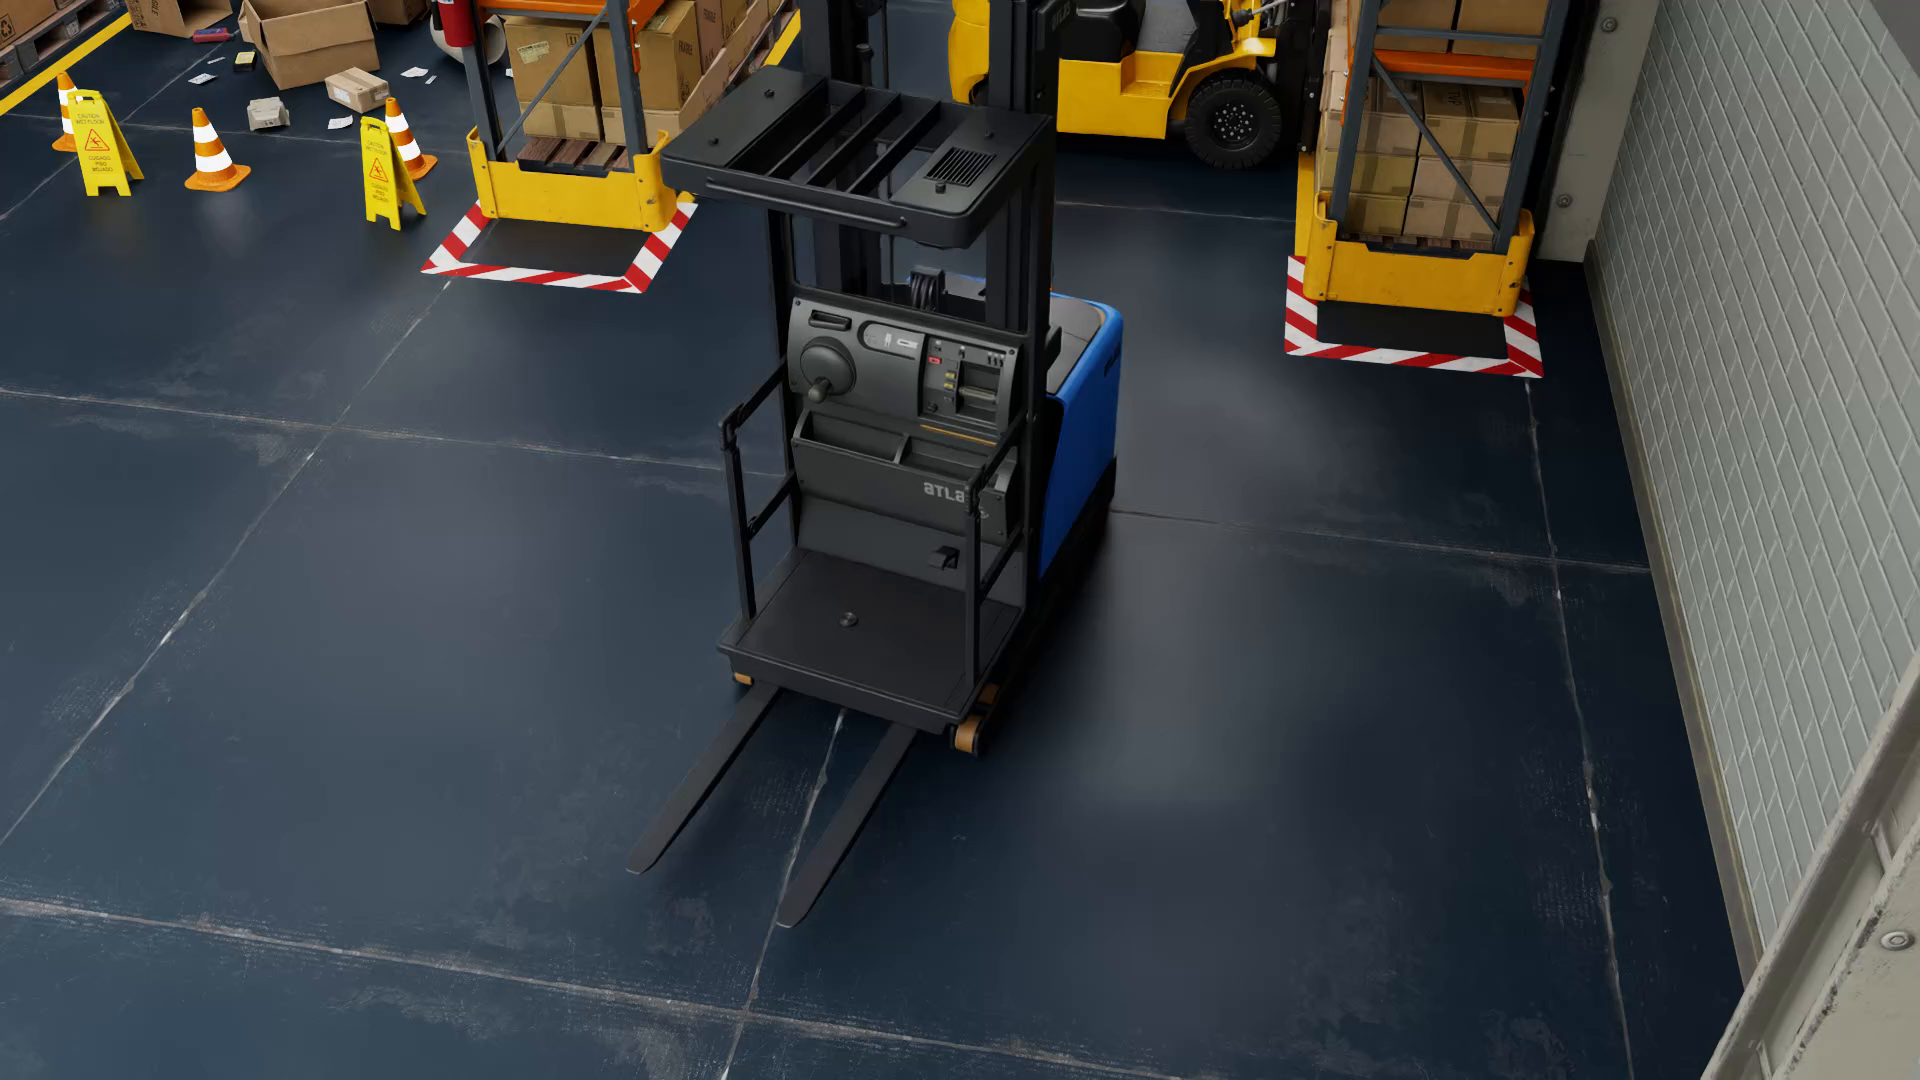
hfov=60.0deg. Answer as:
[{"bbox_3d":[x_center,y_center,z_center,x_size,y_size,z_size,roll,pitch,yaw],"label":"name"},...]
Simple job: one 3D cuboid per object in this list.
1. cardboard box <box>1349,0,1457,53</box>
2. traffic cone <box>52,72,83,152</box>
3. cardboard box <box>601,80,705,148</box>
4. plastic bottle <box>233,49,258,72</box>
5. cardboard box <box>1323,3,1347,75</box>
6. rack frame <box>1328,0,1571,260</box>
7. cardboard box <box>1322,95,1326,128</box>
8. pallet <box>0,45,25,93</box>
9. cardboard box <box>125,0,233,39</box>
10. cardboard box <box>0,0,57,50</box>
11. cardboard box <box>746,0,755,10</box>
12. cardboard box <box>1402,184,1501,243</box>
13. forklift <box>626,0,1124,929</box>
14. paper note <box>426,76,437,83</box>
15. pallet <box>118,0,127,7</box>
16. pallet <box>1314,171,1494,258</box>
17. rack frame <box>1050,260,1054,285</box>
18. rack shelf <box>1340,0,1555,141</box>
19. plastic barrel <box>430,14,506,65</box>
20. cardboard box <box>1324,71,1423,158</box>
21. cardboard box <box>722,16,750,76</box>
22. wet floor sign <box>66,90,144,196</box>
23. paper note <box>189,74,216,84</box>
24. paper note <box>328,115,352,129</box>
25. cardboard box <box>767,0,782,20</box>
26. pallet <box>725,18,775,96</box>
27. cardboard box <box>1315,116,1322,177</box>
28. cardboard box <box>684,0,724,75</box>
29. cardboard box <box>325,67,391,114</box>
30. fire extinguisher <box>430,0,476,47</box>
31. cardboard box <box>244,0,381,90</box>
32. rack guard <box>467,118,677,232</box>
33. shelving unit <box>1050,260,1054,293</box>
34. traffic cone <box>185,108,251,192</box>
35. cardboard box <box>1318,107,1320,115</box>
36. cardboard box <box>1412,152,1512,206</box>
[{"bbox_3d":[2.375,-2.954,8.891,0.500,0.500,0.500,6,40,7],"label":"cardboard box"},{"bbox_3d":[-5.744,-2.804,10.779,0.336,0.463,0.334,6,40,8],"label":"traffic cone"},{"bbox_3d":[-1.929,-2.701,10.491,0.500,0.250,0.500,6,40,7],"label":"cardboard box"},{"bbox_3d":[-5.083,-3.419,11.837,0.133,0.061,0.283,-6,40,-8],"label":"plastic bottle"},{"bbox_3d":[2.481,-3.028,10.102,0.500,0.250,0.500,7,40,8],"label":"cardboard box"},{"bbox_3d":[2.548,-2.578,8.514,1.000,3.000,0.127,6,40,8],"label":"rack frame"},{"bbox_3d":[2.422,-2.526,9.888,0.500,0.250,0.500,6,40,7],"label":"cardboard box"},{"bbox_3d":[-7.173,-3.041,11.263,1.003,0.211,1.213,6,40,8],"label":"pallet"},{"bbox_3d":[-5.800,-4.066,12.274,0.500,0.500,0.500,13,41,15],"label":"cardboard box"},{"bbox_3d":[-7.032,-3.934,11.492,0.875,0.875,0.875,6,40,7],"label":"cardboard box"},{"bbox_3d":[-1.661,-3.984,11.454,0.500,0.500,0.500,8,40,10],"label":"cardboard box"},{"bbox_3d":[2.826,-1.967,9.603,0.500,0.250,0.500,7,40,8],"label":"cardboard box"},{"bbox_3d":[-0.306,-0.580,6.151,1.130,2.935,3.031,15,42,17],"label":"forklift"},{"bbox_3d":[-3.702,-3.223,11.640,0.032,0.001,0.123,6,40,8],"label":"paper note"},{"bbox_3d":[-6.751,-4.572,13.115,1.003,0.211,1.213,6,40,8],"label":"pallet"},{"bbox_3d":[2.639,-1.988,9.989,1.003,0.211,1.213,6,40,8],"label":"pallet"},{"bbox_3d":[0.339,-0.904,8.019,0.200,1.050,0.008,15,42,17],"label":"rack frame"},{"bbox_3d":[2.894,-3.556,10.262,1.077,0.370,4.000,6,40,8],"label":"rack shelf"},{"bbox_3d":[-3.475,-3.593,11.764,0.421,0.421,0.512,-28,47,-30],"label":"plastic barrel"},{"bbox_3d":[2.321,-2.389,9.329,0.500,0.250,0.500,8,40,9],"label":"cardboard box"},{"bbox_3d":[-1.752,-3.364,11.293,0.500,0.250,0.500,9,40,11],"label":"cardboard box"},{"bbox_3d":[-5.289,-2.462,10.221,0.267,0.644,0.232,0,40,0],"label":"wet floor sign"},{"bbox_3d":[-5.298,-3.231,11.636,0.144,0.017,0.142,20,44,23],"label":"paper note"},{"bbox_3d":[-4.138,-2.792,11.102,0.148,0.019,0.142,-6,40,-8],"label":"paper note"},{"bbox_3d":[-1.569,-4.000,12.062,0.500,0.250,0.500,5,40,6],"label":"cardboard box"},{"bbox_3d":[-1.939,-3.365,11.655,1.003,0.211,1.213,6,40,8],"label":"pallet"},{"bbox_3d":[2.414,-2.321,10.032,0.500,0.250,0.500,6,40,8],"label":"cardboard box"},{"bbox_3d":[-1.840,-3.334,10.668,0.500,0.500,0.500,5,40,6],"label":"cardboard box"},{"bbox_3d":[-4.104,-3.069,11.346,0.380,0.149,0.250,28,47,30],"label":"cardboard box"},{"bbox_3d":[-2.815,-3.072,9.173,0.296,0.674,0.183,6,40,8],"label":"fire extinguisher"},{"bbox_3d":[-4.531,-3.542,11.640,0.797,0.503,0.637,-20,44,-23],"label":"cardboard box"},{"bbox_3d":[-2.328,-2.207,10.028,1.175,0.500,0.348,6,40,8],"label":"rack guard"},{"bbox_3d":[0.291,-0.832,7.932,0.215,1.050,0.252,15,42,17],"label":"shelving unit"},{"bbox_3d":[-4.689,-2.466,10.370,0.336,0.463,0.334,6,40,8],"label":"traffic cone"},{"bbox_3d":[2.577,-2.962,10.807,0.500,0.250,0.500,8,40,9],"label":"cardboard box"},{"bbox_3d":[2.834,-2.145,9.426,0.500,0.250,0.500,7,40,8],"label":"cardboard box"}]
